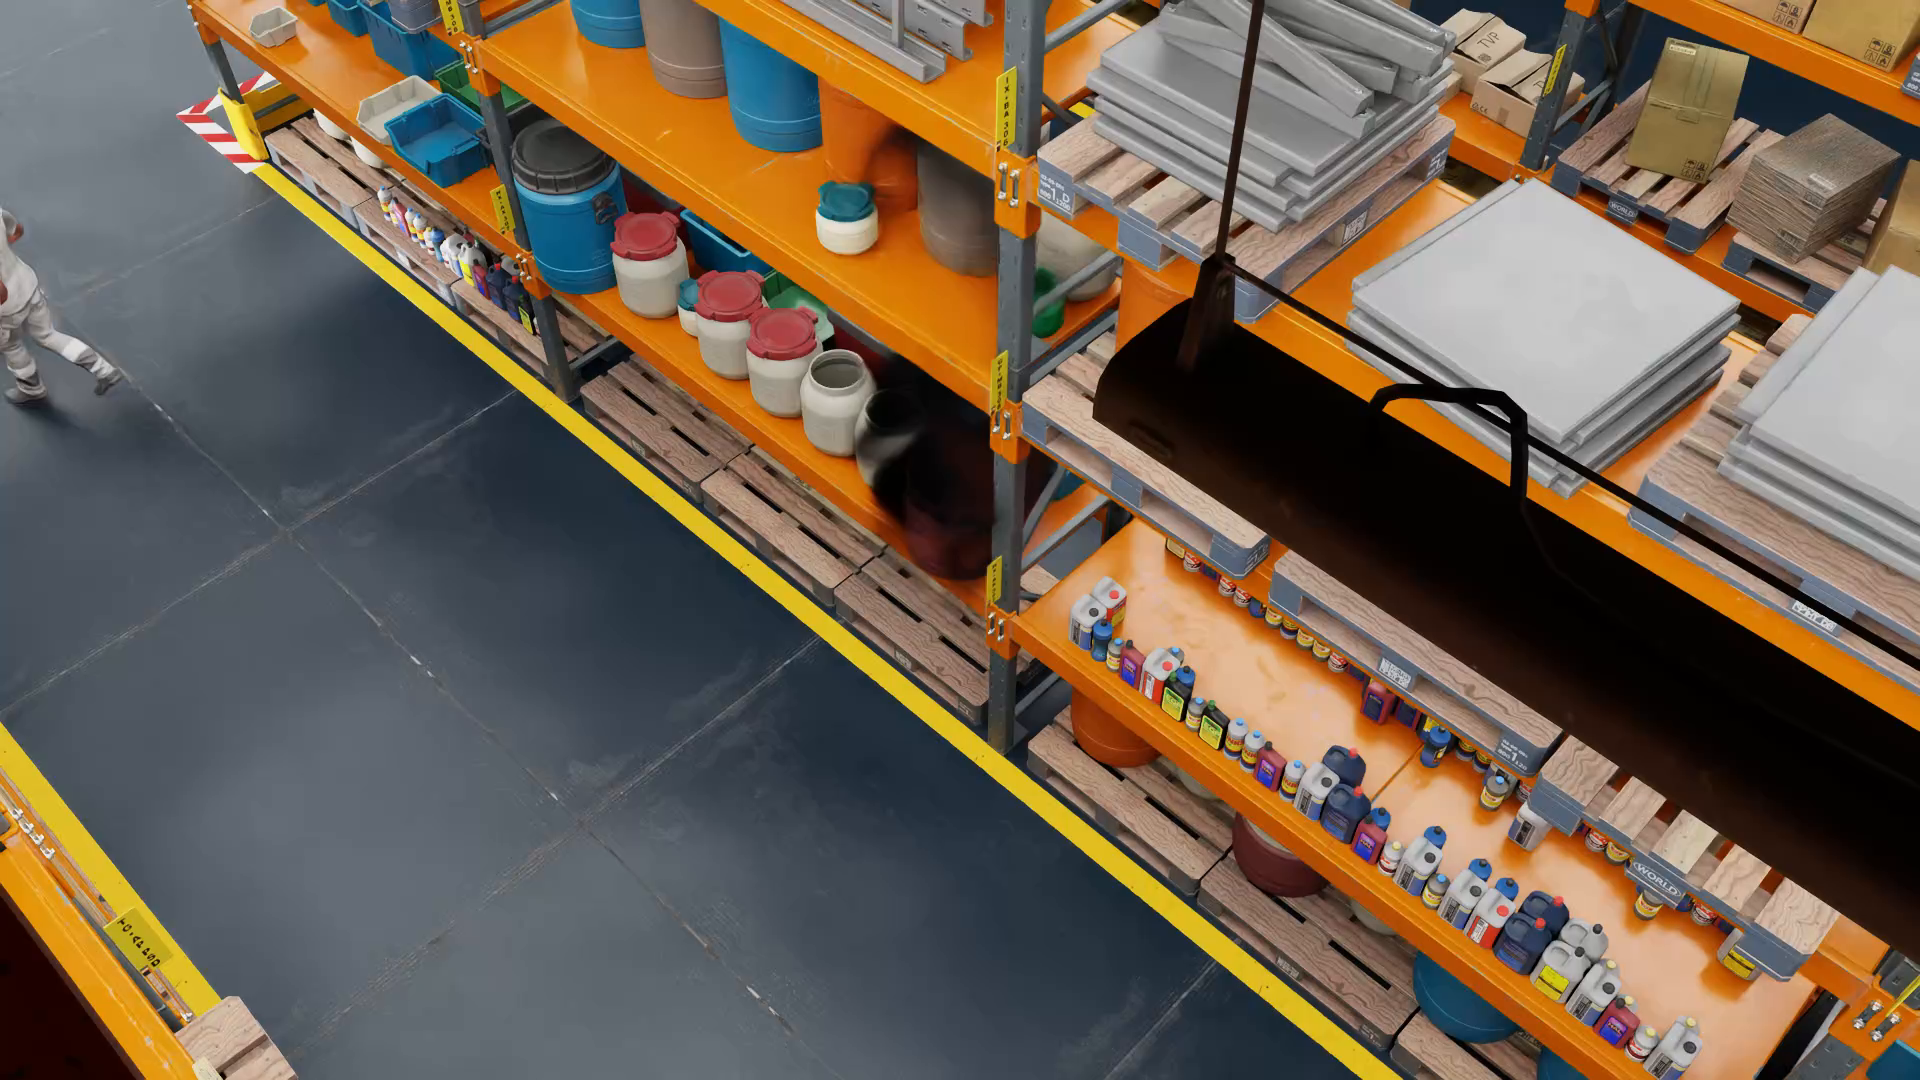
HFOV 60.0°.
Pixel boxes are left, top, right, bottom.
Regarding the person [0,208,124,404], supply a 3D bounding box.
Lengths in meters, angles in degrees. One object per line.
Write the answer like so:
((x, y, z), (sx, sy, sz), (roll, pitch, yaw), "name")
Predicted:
((-5.961, -1.532, 10.509), (0.917, 1.796, 0.638), (5, 50, 4), "person")
